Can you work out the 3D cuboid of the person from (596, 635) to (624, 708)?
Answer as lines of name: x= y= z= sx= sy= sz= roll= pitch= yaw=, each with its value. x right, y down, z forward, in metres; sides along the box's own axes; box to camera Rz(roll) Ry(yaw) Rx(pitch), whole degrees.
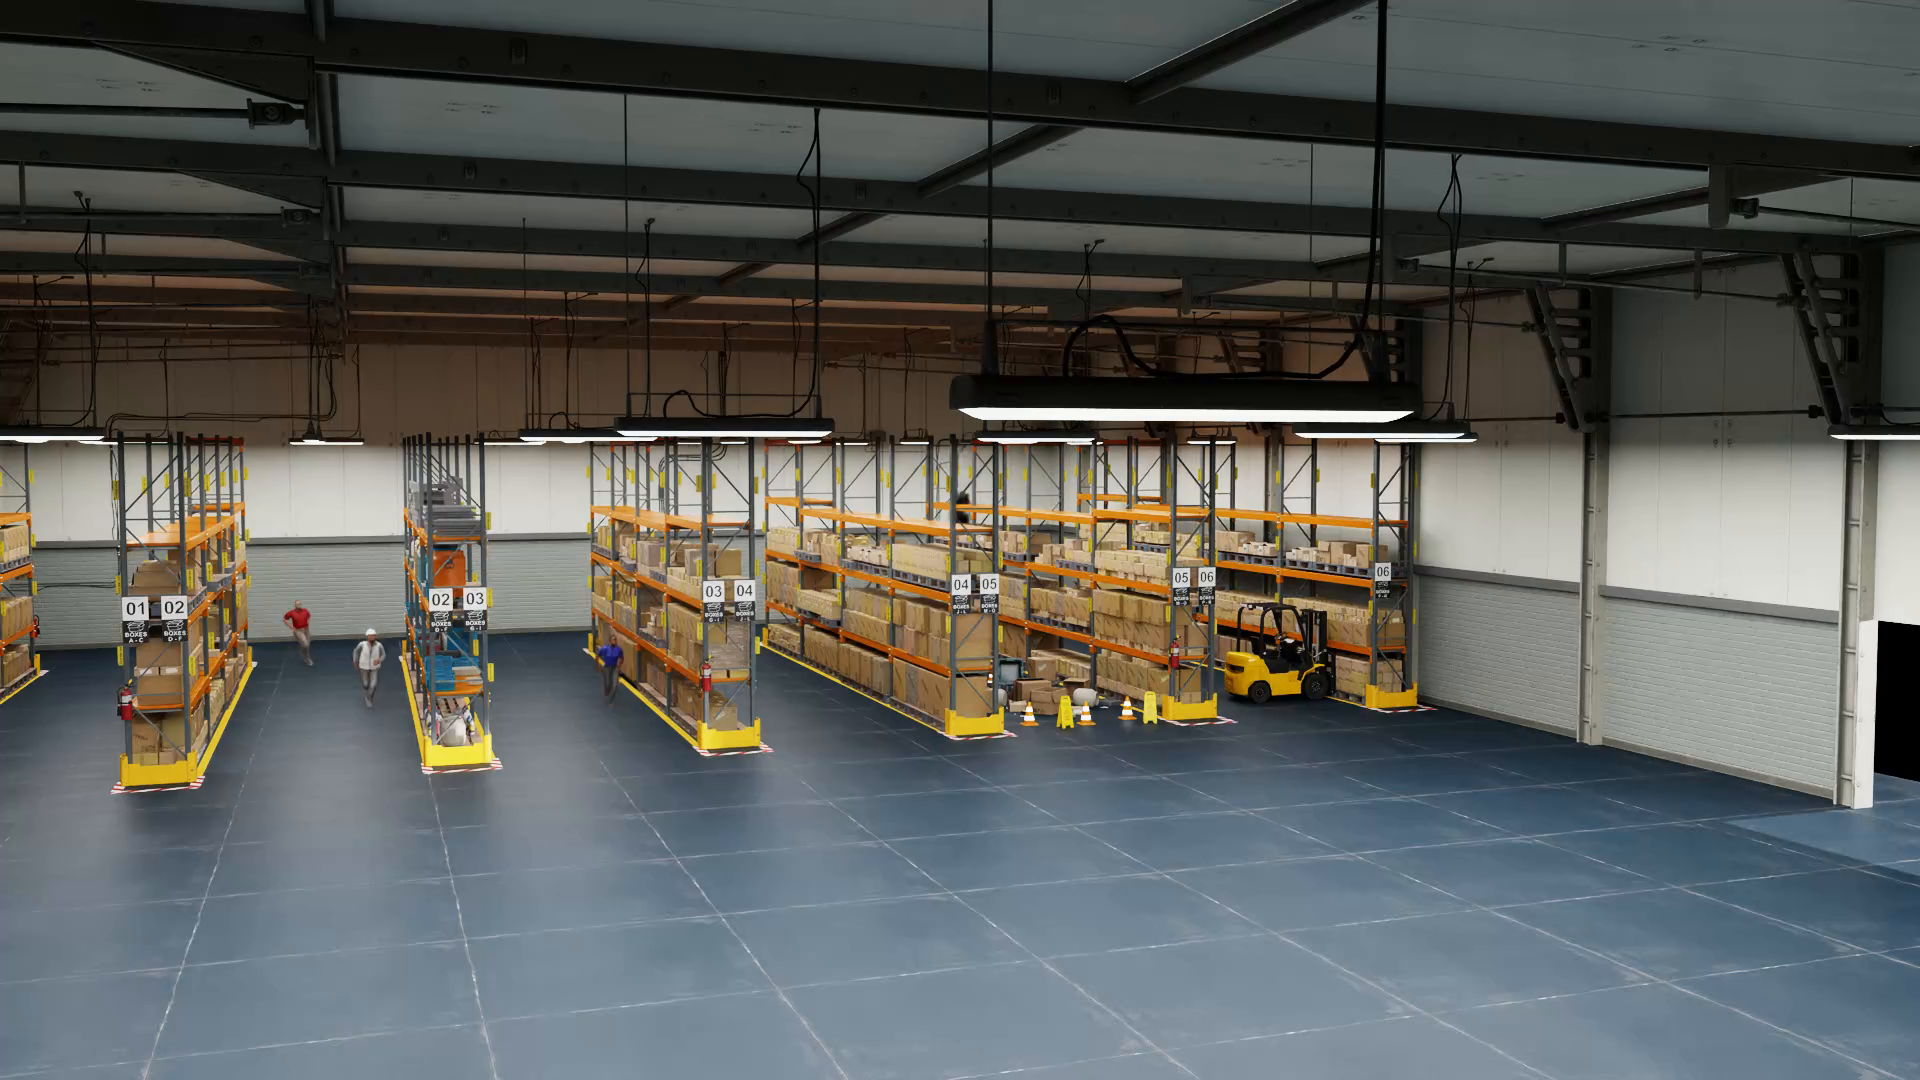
person: x=-7.732 y=2.904 z=36.788 sx=0.611 sy=1.611 sz=0.664 roll=-2 pitch=4 yaw=-26

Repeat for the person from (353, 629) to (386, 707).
person: x=-13.092 y=2.835 z=36.883 sx=0.693 sy=1.731 sz=0.684 roll=-1 pitch=3 yaw=-19

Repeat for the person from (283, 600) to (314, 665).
person: x=-17.386 y=2.464 z=43.827 sx=0.734 sy=1.765 sz=0.678 roll=2 pitch=4 yaw=34
